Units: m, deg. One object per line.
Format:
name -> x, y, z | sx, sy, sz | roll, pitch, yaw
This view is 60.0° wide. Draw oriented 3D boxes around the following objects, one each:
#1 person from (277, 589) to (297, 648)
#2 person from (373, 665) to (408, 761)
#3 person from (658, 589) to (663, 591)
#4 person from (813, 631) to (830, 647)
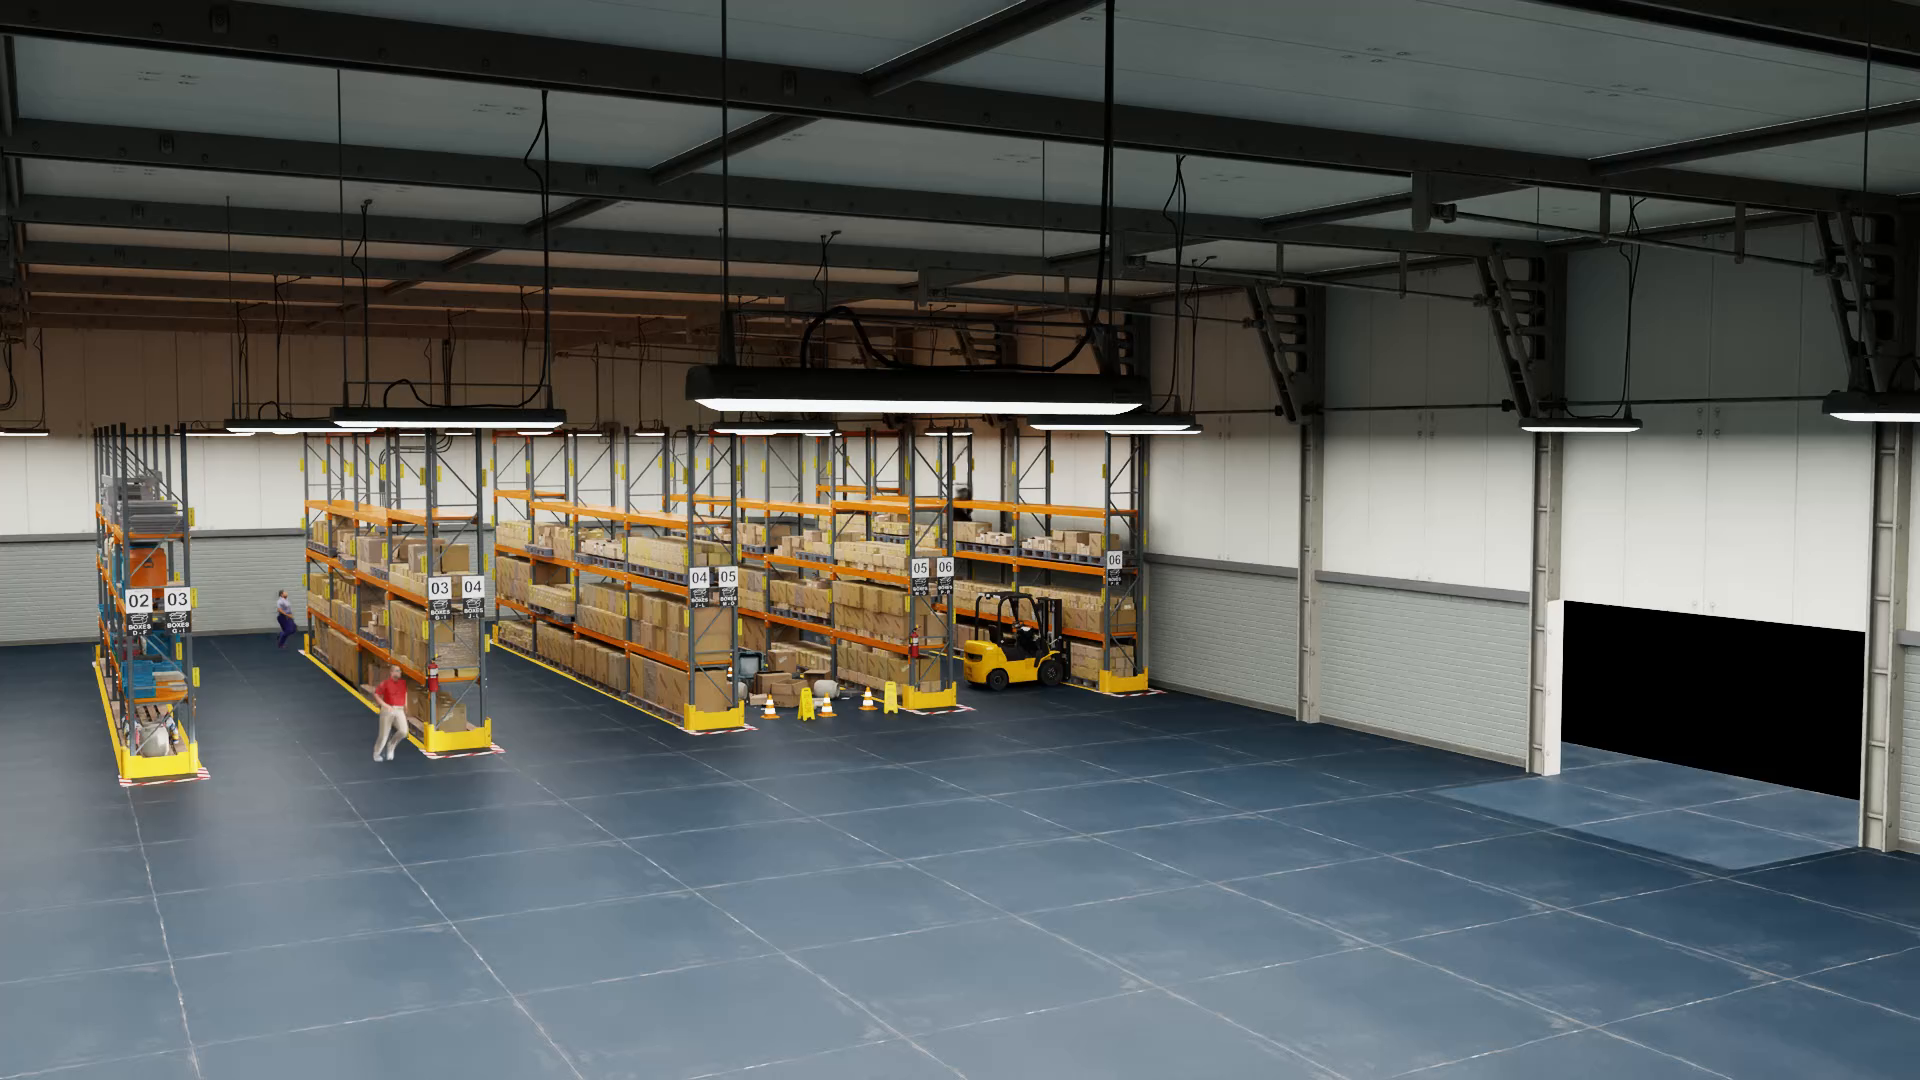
person -> -18.549, 2.160, 45.730 | 0.503, 1.611, 0.602 | 0, 3, -7
person -> -10.112, 3.088, 29.723 | 0.603, 1.684, 0.720 | 3, 5, 41
person -> -9.023, 1.847, 50.563 | 0.882, 1.645, 0.616 | -1, 3, -9
person -> -3.720, 2.223, 44.443 | 0.605, 1.614, 0.576 | -2, 4, -29
